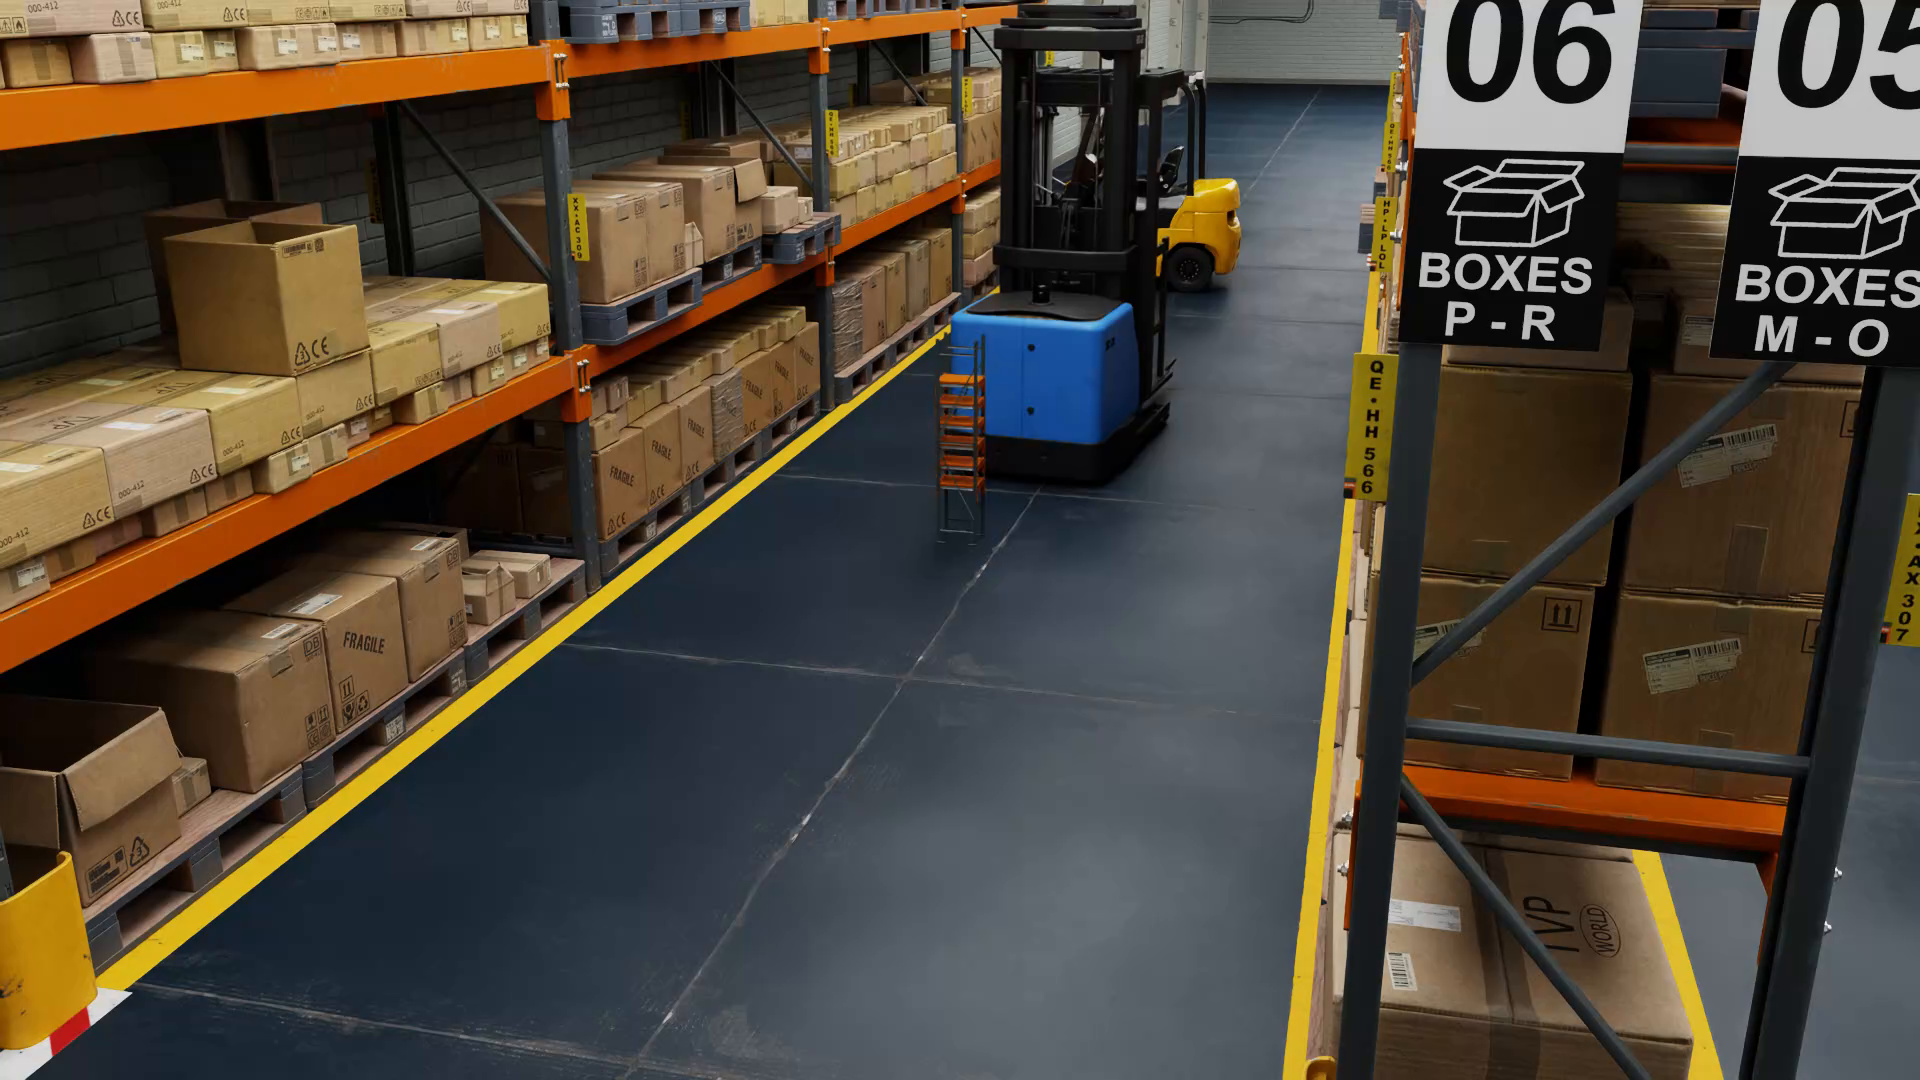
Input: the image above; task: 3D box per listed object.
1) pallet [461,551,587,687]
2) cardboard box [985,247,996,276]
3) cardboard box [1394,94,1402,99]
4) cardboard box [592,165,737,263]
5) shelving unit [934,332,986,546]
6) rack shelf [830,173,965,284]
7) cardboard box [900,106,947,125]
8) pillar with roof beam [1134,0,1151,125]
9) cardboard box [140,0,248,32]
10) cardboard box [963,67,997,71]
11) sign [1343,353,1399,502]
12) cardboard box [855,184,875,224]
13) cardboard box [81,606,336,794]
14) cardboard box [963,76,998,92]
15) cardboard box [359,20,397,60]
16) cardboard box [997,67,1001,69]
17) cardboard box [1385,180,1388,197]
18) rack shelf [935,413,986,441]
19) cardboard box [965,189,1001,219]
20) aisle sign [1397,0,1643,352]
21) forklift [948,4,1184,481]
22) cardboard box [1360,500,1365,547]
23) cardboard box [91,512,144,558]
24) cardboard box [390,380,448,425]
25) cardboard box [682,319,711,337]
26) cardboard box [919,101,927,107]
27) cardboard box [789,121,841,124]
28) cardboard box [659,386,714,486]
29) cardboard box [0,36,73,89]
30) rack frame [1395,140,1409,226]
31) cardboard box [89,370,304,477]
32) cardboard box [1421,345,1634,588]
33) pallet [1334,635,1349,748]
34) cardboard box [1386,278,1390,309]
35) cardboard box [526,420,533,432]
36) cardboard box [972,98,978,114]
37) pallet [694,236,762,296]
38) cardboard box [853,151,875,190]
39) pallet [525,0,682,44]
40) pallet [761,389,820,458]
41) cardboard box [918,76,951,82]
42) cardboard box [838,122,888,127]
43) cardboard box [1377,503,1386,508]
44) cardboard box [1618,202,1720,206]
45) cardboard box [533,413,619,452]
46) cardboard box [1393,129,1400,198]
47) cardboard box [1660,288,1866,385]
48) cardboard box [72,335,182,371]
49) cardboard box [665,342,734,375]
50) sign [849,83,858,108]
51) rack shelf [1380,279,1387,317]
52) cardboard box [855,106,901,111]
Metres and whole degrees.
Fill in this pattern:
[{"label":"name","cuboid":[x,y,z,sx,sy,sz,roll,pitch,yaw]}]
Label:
[{"label":"pallet","cuboid":[-2.591,0.356,8.320,1.003,0.211,1.213,5,19,13]},{"label":"cardboard box","cuboid":[0.081,-2.870,17.054,0.500,0.250,0.500,4,19,12]},{"label":"cardboard box","cuboid":[3.954,-3.558,14.200,0.500,0.500,0.500,5,20,15]},{"label":"cardboard box","cuboid":[-1.769,-1.967,10.003,0.700,0.500,0.500,5,19,13]},{"label":"shelving unit","cuboid":[0.004,-0.572,9.507,0.258,1.200,0.189,5,19,13]},{"label":"rack shelf","cuboid":[-0.956,-2.719,14.121,1.077,0.370,4.000,5,19,13]},{"label":"cardboard box","cuboid":[-0.336,-3.916,15.354,0.380,0.149,0.250,5,20,15]},{"label":"pillar with roof beam","cuboid":[8.038,-12.934,33.633,9.100,9.000,0.400,5,19,13]},{"label":"cardboard box","cuboid":[-2.785,-1.853,5.602,0.500,0.250,0.500,4,19,12]},{"label":"cardboard box","cuboid":[0.220,-5.347,19.083,0.380,0.149,0.250,4,19,12]},{"label":"sign","cuboid":[0.892,-0.242,3.597,0.100,0.325,0.005,5,19,13]},{"label":"cardboard box","cuboid":[-0.972,-2.639,13.005,0.500,0.250,0.500,4,19,12]},{"label":"cardboard box","cuboid":[-2.912,0.610,6.479,0.700,0.500,0.500,5,20,16]},{"label":"cardboard box","cuboid":[0.179,-4.748,17.328,0.380,0.149,0.250,5,19,14]},{"label":"cardboard box","cuboid":[-2.519,-2.026,6.725,0.380,0.149,0.250,5,20,15]},{"label":"cardboard box","cuboid":[0.626,-5.306,18.964,0.380,0.149,0.250,5,19,14]},{"label":"cardboard box","cuboid":[3.357,-2.581,12.343,0.380,0.149,0.250,5,19,14]},{"label":"rack shelf","cuboid":[0.004,-0.644,9.482,0.258,0.103,0.180,5,19,13]},{"label":"cardboard box","cuboid":[0.200,-3.500,17.353,0.500,0.250,0.500,5,20,15]},{"label":"aisle sign","cuboid":[1.096,-0.767,3.270,0.394,0.787,0.004,5,19,13]},{"label":"forklift","cuboid":[0.895,-2.204,11.606,1.130,2.935,3.031,7,20,18]},{"label":"cardboard box","cuboid":[2.679,-0.466,9.049,0.875,0.875,0.875,5,20,15]},{"label":"cardboard box","cuboid":[-3.006,-0.056,5.601,0.380,0.149,0.250,4,19,13]},{"label":"cardboard box","cuboid":[-2.464,-0.611,7.225,0.380,0.149,0.250,4,19,13]},{"label":"cardboard box","cuboid":[-1.949,-1.451,11.510,0.380,0.149,0.250,5,19,14]},{"label":"cardboard box","cuboid":[-0.538,-4.325,16.552,0.380,0.149,0.250,5,20,15]},{"label":"cardboard box","cuboid":[-1.205,-3.388,13.807,0.380,0.149,0.250,5,20,15]},{"label":"cardboard box","cuboid":[-1.839,-0.653,10.175,0.500,0.500,0.500,4,19,12]},{"label":"cardboard box","cuboid":[-2.979,-1.471,5.101,0.380,0.149,0.250,5,19,14]},{"label":"rack frame","cuboid":[2.392,-0.788,7.355,1.000,3.000,0.127,5,19,13]},{"label":"cardboard box","cuboid":[-2.784,-0.433,6.087,0.500,0.250,0.500,4,19,12]},{"label":"cardboard box","cuboid":[1.301,-0.225,4.004,0.500,0.500,0.500,5,20,15]},{"label":"pallet","cuboid":[2.130,0.763,7.126,1.003,0.211,1.213,5,19,13]},{"label":"cardboard box","cuboid":[2.379,-1.269,8.219,0.500,0.250,0.500,5,20,15]},{"label":"cardboard box","cuboid":[-2.553,-0.723,9.378,0.380,0.149,0.250,5,19,13]},{"label":"cardboard box","cuboid":[-0.036,-4.285,16.434,0.380,0.149,0.250,5,19,13]},{"label":"pallet","cuboid":[-1.916,-1.732,10.415,1.003,0.211,1.213,5,19,13]},{"label":"cardboard box","cuboid":[-0.976,-2.875,12.923,0.500,0.250,0.500,5,20,15]},{"label":"pallet","cuboid":[-2.195,-2.709,8.627,1.213,0.211,1.003,5,19,13]},{"label":"pallet","cuboid":[-1.664,-0.882,11.944,1.003,0.211,1.213,5,19,13]},{"label":"cardboard box","cuboid":[-0.246,-4.781,17.427,0.380,0.149,0.250,5,20,15]},{"label":"cardboard box","cuboid":[-0.807,-3.358,13.721,0.380,0.149,0.250,5,19,13]},{"label":"cardboard box","cuboid":[1.413,0.090,4.629,0.500,0.500,0.500,4,19,12]},{"label":"cardboard box","cuboid":[2.206,-1.020,5.329,0.380,0.149,0.250,5,19,13]},{"label":"cardboard box","cuboid":[-2.077,-0.593,8.998,0.380,0.149,0.250,6,20,16]},{"label":"cardboard box","cuboid":[2.758,-2.110,9.523,0.500,0.500,0.500,5,20,15]},{"label":"cardboard box","cuboid":[1.770,-0.451,3.663,0.380,0.149,0.250,5,20,15]},{"label":"cardboard box","cuboid":[-3.164,-0.641,6.694,0.500,0.250,0.500,5,19,13]},{"label":"cardboard box","cuboid":[-1.671,-1.167,10.679,0.380,0.149,0.250,4,19,11]},{"label":"sign","cuboid":[-1.006,-4.177,15.814,0.100,0.325,0.005,5,19,13]},{"label":"rack shelf","cuboid":[2.880,-1.075,9.306,1.077,0.370,4.000,5,19,13]},{"label":"cardboard box","cuboid":[-0.762,-3.948,15.446,0.380,0.149,0.250,4,19,12]}]
